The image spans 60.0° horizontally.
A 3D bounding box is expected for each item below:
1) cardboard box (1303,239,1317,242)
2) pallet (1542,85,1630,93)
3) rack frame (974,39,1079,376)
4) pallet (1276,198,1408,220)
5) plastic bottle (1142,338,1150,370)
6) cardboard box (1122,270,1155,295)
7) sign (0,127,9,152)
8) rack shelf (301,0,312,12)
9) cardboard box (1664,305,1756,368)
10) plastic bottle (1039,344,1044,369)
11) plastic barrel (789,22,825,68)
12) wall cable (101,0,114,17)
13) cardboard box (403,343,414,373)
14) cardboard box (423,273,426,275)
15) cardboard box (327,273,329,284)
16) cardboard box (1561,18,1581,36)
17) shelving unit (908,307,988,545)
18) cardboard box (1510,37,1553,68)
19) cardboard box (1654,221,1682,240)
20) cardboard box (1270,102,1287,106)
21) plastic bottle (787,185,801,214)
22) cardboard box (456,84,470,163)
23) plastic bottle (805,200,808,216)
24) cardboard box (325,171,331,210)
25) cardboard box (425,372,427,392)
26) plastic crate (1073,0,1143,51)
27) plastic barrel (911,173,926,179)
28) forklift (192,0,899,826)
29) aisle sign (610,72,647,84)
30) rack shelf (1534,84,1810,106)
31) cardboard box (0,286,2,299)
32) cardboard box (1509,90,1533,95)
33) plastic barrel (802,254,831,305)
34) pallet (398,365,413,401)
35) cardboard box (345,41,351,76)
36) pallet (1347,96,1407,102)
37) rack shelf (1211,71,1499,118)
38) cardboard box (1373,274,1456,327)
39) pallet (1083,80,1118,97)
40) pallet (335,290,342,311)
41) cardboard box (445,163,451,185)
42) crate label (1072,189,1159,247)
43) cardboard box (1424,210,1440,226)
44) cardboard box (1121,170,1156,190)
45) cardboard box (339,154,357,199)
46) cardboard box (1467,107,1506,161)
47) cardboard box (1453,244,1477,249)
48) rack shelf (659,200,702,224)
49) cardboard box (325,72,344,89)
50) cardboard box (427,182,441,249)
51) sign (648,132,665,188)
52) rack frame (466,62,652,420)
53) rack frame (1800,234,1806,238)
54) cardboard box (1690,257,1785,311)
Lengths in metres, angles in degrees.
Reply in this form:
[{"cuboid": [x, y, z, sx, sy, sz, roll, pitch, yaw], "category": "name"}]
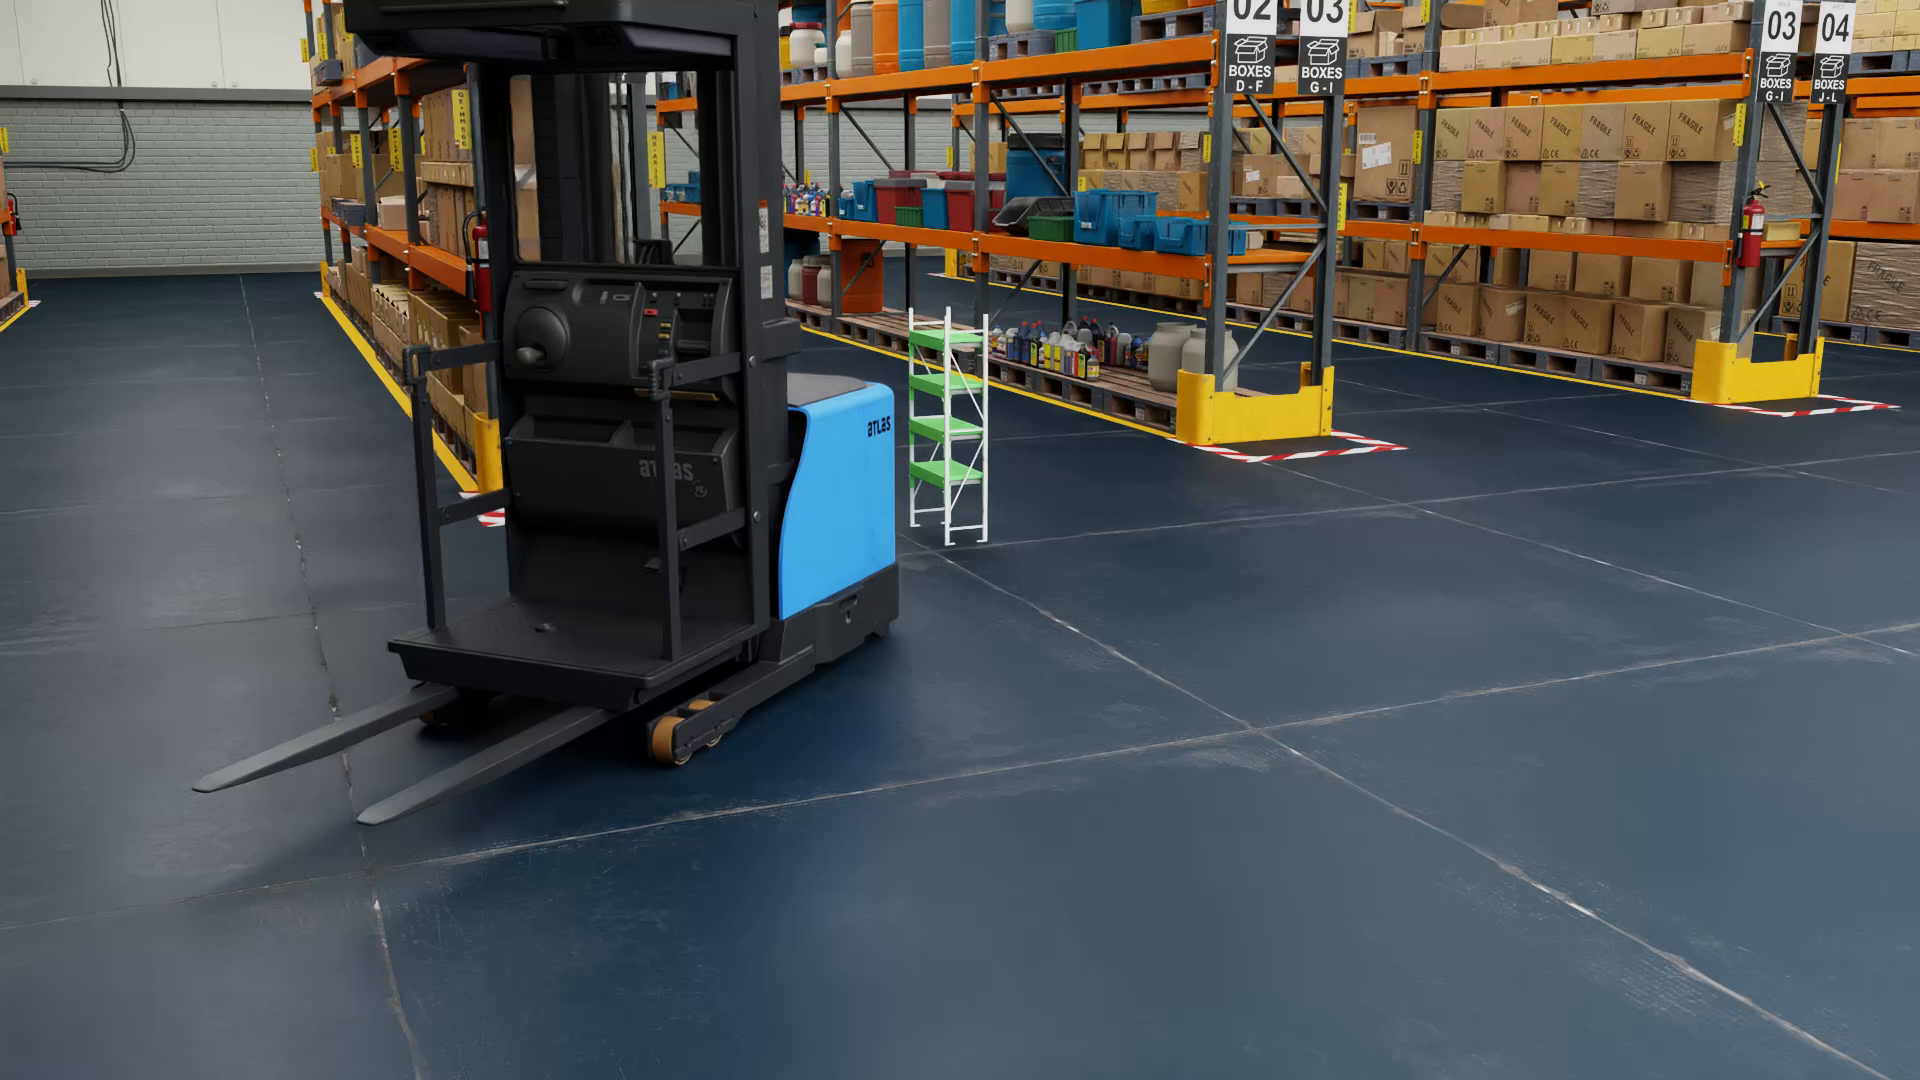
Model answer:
[{"cuboid": [5.874, -4.873, 27.344, 0.380, 0.149, 0.250, -5, 14, -21], "category": "cardboard box"}, {"cuboid": [8.442, -5.972, 21.786, 1.213, 0.211, 1.003, -5, 14, -20], "category": "pallet"}, {"cuboid": [0.614, -3.030, 15.307, 1.000, 3.000, 0.127, -6, 14, -23], "category": "rack frame"}, {"cuboid": [4.380, -3.805, 19.082, 1.003, 0.211, 1.213, -6, 14, -23], "category": "pallet"}, {"cuboid": [1.598, -1.583, 14.130, 0.097, 0.271, 0.097, 0, 13, 0], "category": "plastic bottle"}, {"cuboid": [2.943, -3.802, 22.426, 1.225, 0.875, 0.875, -6, 14, -23], "category": "cardboard box"}, {"cuboid": [-12.768, -5.340, 22.195, 0.100, 0.325, 0.005, -6, 14, -23], "category": "sign"}, {"cuboid": [-7.932, -7.220, 21.709, 1.077, 0.370, 4.000, -6, 14, -23], "category": "rack shelf"}, {"cuboid": [6.520, -1.768, 14.468, 0.500, 0.500, 0.500, -3, 13, -13], "category": "cardboard box"}, {"cuboid": [0.725, -1.577, 14.261, 0.097, 0.201, 0.097, 0, 13, 0], "category": "plastic bottle"}, {"cuboid": [-1.836, -5.941, 20.001, 0.433, 0.535, 0.433, 0, 13, 0], "category": "plastic barrel"}, {"cuboid": [-12.730, -9.930, 27.502, 3.097, 2.526, 0.112, -6, 14, -23], "category": "wall cable"}, {"cuboid": [-4.358, -1.507, 13.897, 0.500, 0.250, 0.500, -6, 14, -24], "category": "cardboard box"}, {"cuboid": [-5.860, -2.737, 18.613, 0.500, 0.500, 0.500, -6, 14, -24], "category": "cardboard box"}, {"cuboid": [-8.780, -3.727, 23.629, 0.380, 0.166, 0.250, -6, 14, -23], "category": "cardboard box"}, {"cuboid": [5.691, -4.648, 15.098, 0.380, 0.149, 0.250, -5, 14, -22], "category": "cardboard box"}, {"cuboid": [-0.066, -0.619, 8.882, 0.258, 1.200, 0.503, -6, 14, -23], "category": "shelving unit"}, {"cuboid": [5.504, -4.537, 15.499, 0.500, 0.250, 0.500, -6, 14, -25], "category": "cardboard box"}, {"cuboid": [6.204, -2.667, 14.298, 0.380, 0.149, 0.250, -6, 14, -23], "category": "cardboard box"}, {"cuboid": [5.498, -7.334, 27.585, 0.500, 0.250, 0.500, -6, 14, -23], "category": "cardboard box"}, {"cuboid": [-2.025, -4.150, 20.257, 0.144, 0.351, 0.185, -6, 14, -23], "category": "plastic bottle"}, {"cuboid": [-2.938, -2.758, 11.035, 0.700, 0.500, 0.500, -6, 14, -23], "category": "cardboard box"}, {"cuboid": [-1.780, -3.938, 19.672, 0.097, 0.201, 0.097, 0, 13, 0], "category": "plastic bottle"}, {"cuboid": [-8.188, -4.682, 22.225, 0.500, 0.500, 0.500, -5, 14, -22], "category": "cardboard box"}, {"cuboid": [-3.822, -1.221, 12.660, 0.500, 0.250, 0.500, -6, 14, -23], "category": "cardboard box"}, {"cuboid": [1.177, -4.024, 12.985, 0.392, 0.384, 0.575, -6, 14, -23], "category": "plastic crate"}, {"cuboid": [-0.380, -3.717, 18.031, 0.421, 0.512, 0.421, 0, 13, 0], "category": "plastic barrel"}, {"cuboid": [-1.309, -0.778, 5.733, 1.130, 2.935, 3.031, 6, 14, 23], "category": "forklift"}, {"cuboid": [-2.017, -3.037, 9.575, 0.394, 0.787, 0.004, -6, 14, -23], "category": "aisle sign"}, {"cuboid": [8.936, -5.428, 20.614, 1.077, 0.370, 4.000, -6, 14, -23], "category": "rack shelf"}, {"cuboid": [-12.496, -3.258, 20.906, 0.700, 0.500, 0.500, -6, 14, -25], "category": "cardboard box"}, {"cuboid": [7.674, -6.336, 22.718, 0.500, 0.500, 0.500, -6, 14, -23], "category": "cardboard box"}, {"cuboid": [-1.652, -3.219, 20.541, 0.600, 0.588, 0.708, -6, 14, -23], "category": "plastic barrel"}, {"cuboid": [-4.257, -1.373, 14.335, 1.003, 0.211, 1.213, -6, 14, -23], "category": "pallet"}, {"cuboid": [-5.938, -5.112, 17.430, 0.910, 0.500, 0.500, -6, 14, -23], "category": "cardboard box"}, {"cuboid": [6.682, -6.790, 25.317, 1.213, 0.211, 1.003, -6, 14, -23], "category": "pallet"}, {"cuboid": [4.351, -5.001, 18.769, 1.077, 0.370, 4.000, -6, 14, -23], "category": "rack shelf"}, {"cuboid": [4.926, -2.602, 18.029, 0.700, 0.500, 0.500, -7, 15, -27], "category": "cardboard box"}, {"cuboid": [2.360, -6.313, 23.266, 0.805, 0.209, 1.217, -6, 14, -25], "category": "pallet"}, {"cuboid": [-7.897, -3.272, 22.538, 1.003, 0.211, 1.213, -6, 14, -23], "category": "pallet"}, {"cuboid": [-3.372, -2.555, 11.597, 0.380, 0.149, 0.250, -6, 14, -23], "category": "cardboard box"}, {"cuboid": [1.231, -2.576, 13.270, 0.502, 0.435, 0.616, -6, 14, -23], "category": "crate label"}, {"cuboid": [4.963, -3.283, 16.959, 0.380, 0.149, 0.250, -6, 14, -23], "category": "cardboard box"}, {"cuboid": [2.517, -4.747, 22.508, 0.500, 0.500, 0.500, -5, 14, -22], "category": "cardboard box"}, {"cuboid": [-6.812, -4.235, 19.361, 0.700, 0.500, 0.500, -3, 13, -14], "category": "cardboard box"}, {"cuboid": [5.301, -3.939, 16.136, 0.500, 0.500, 0.500, -6, 14, -23], "category": "cardboard box"}, {"cuboid": [7.409, -4.304, 23.761, 0.500, 0.250, 0.500, -5, 14, -22], "category": "cardboard box"}, {"cuboid": [-3.392, -4.745, 24.315, 1.077, 0.370, 4.000, -6, 14, -23], "category": "rack shelf"}, {"cuboid": [-7.569, -5.701, 20.528, 0.500, 0.250, 0.500, -6, 14, -23], "category": "cardboard box"}, {"cuboid": [-3.742, -2.541, 12.973, 0.700, 0.500, 0.500, -6, 14, -24], "category": "cardboard box"}, {"cuboid": [-1.813, -2.266, 9.912, 0.100, 0.325, 0.005, -6, 14, -23], "category": "sign"}, {"cuboid": [-2.324, -1.757, 9.807, 1.000, 3.000, 0.127, -6, 14, -23], "category": "rack frame"}, {"cuboid": [12.630, -5.198, 24.679, 1.000, 3.000, 0.127, -6, 14, -23], "category": "rack frame"}, {"cuboid": [9.406, -3.133, 19.811, 1.050, 0.750, 0.750, -6, 14, -23], "category": "cardboard box"}]
